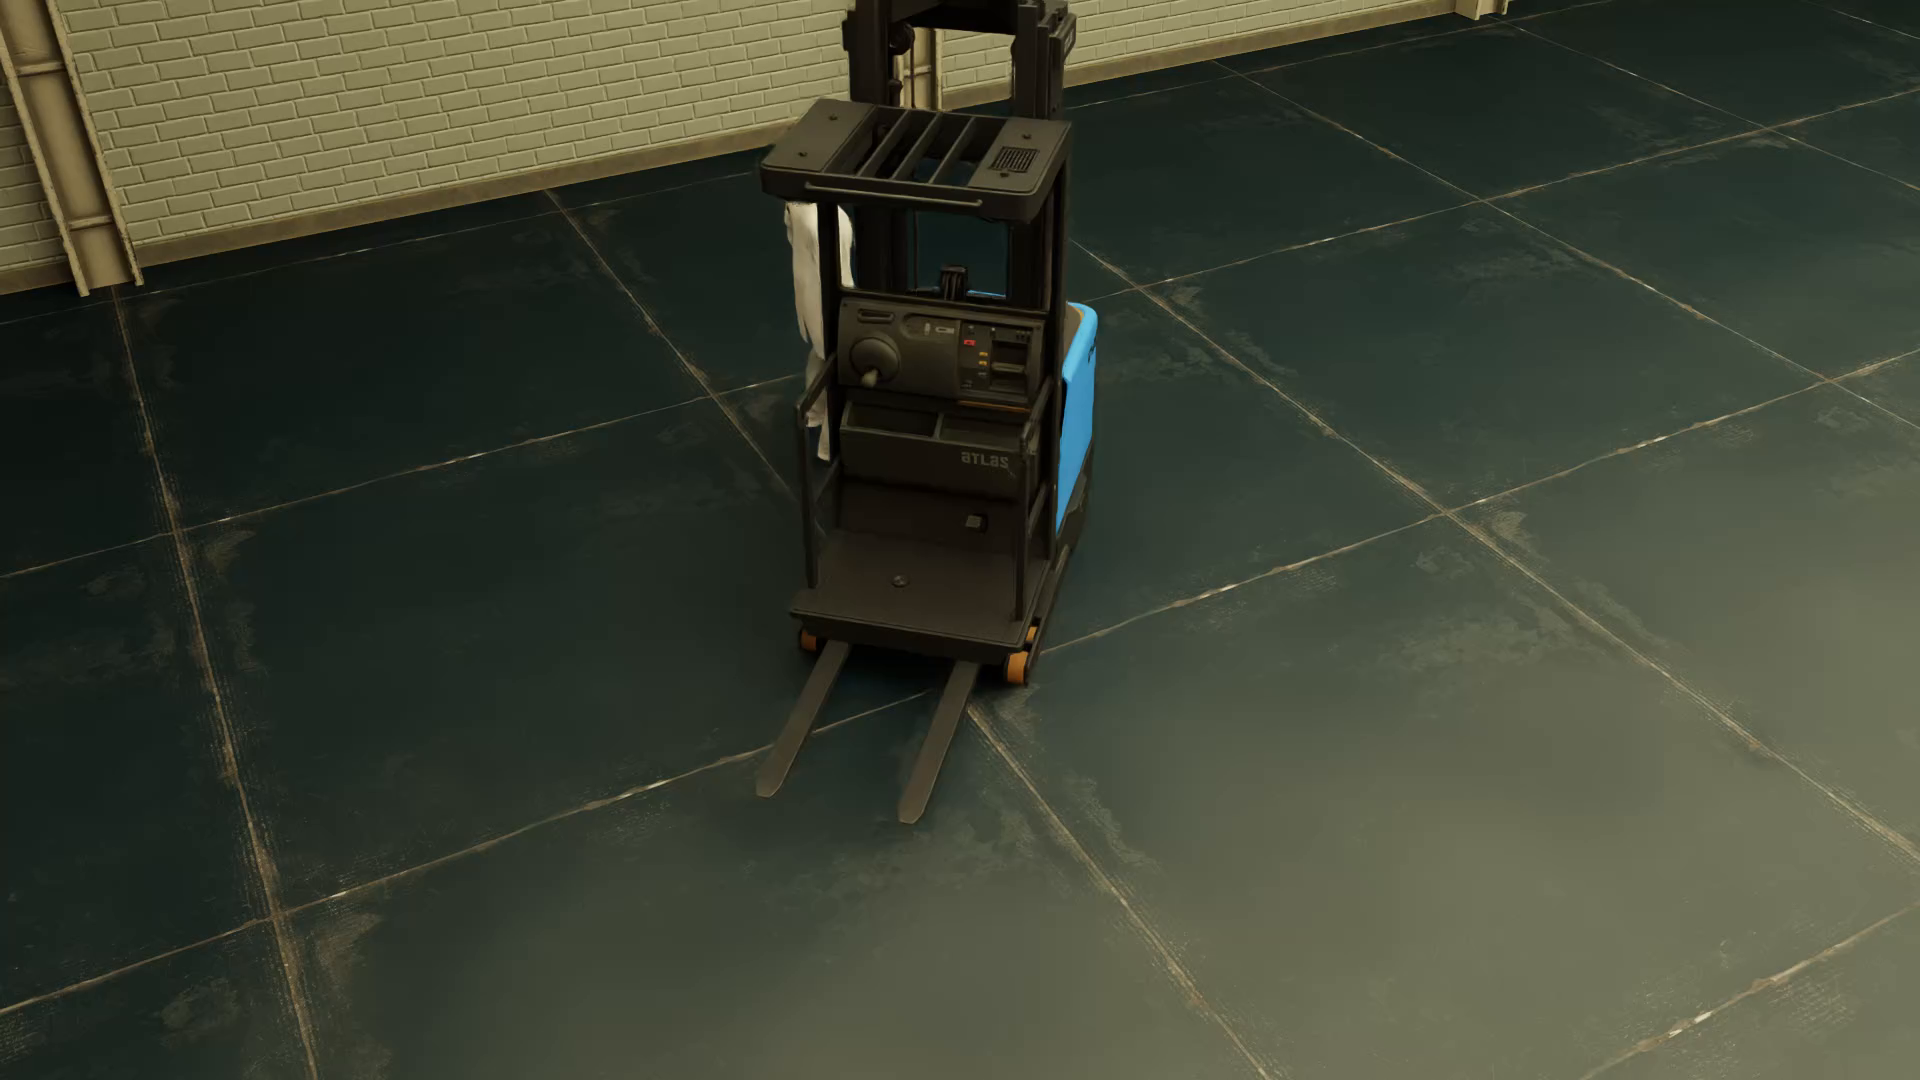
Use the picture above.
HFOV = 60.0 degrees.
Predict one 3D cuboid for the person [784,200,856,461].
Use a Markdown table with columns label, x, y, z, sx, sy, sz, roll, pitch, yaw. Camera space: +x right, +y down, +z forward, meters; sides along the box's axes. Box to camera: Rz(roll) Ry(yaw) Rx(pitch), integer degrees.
| label | x | y | z | sx | sy | sz | roll | pitch | yaw |
| --- | --- | --- | --- | --- | --- | --- | --- | --- | --- |
| person | -0.666 | -1.284 | 8.953 | 0.430 | 1.763 | 0.789 | -15 | 38 | -20 |

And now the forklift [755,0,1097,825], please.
| label | x | y | z | sx | sy | sz | roll | pitch | yaw |
| --- | --- | --- | --- | --- | --- | --- | --- | --- | --- |
| forklift | -0.142 | -0.770 | 7.212 | 1.130 | 2.935 | 3.031 | 8 | 36 | 12 |
